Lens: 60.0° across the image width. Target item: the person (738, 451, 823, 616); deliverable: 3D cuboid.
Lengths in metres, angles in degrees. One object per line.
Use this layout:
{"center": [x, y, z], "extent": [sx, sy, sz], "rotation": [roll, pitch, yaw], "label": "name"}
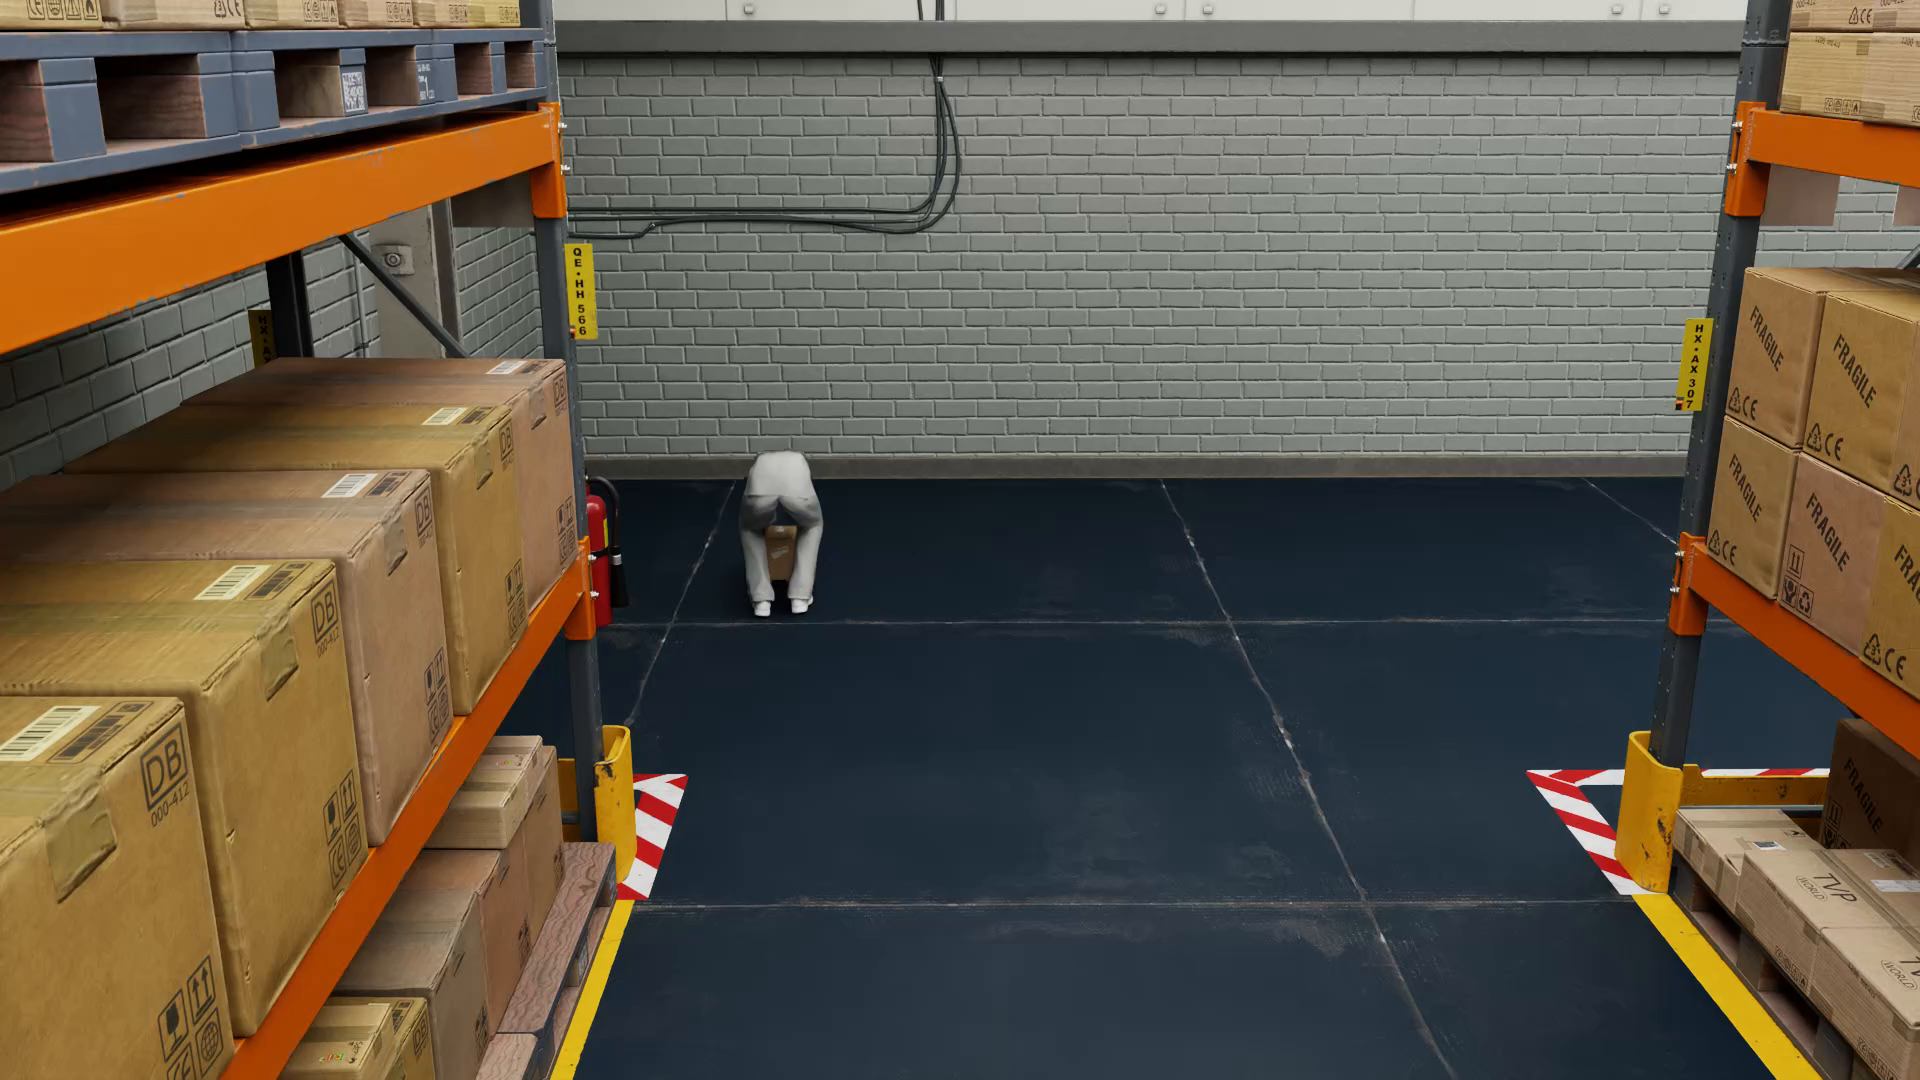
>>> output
{"center": [-0.985, -0.090, 9.157], "extent": [0.462, 0.892, 0.847], "rotation": [-1, 17, -3], "label": "person"}
